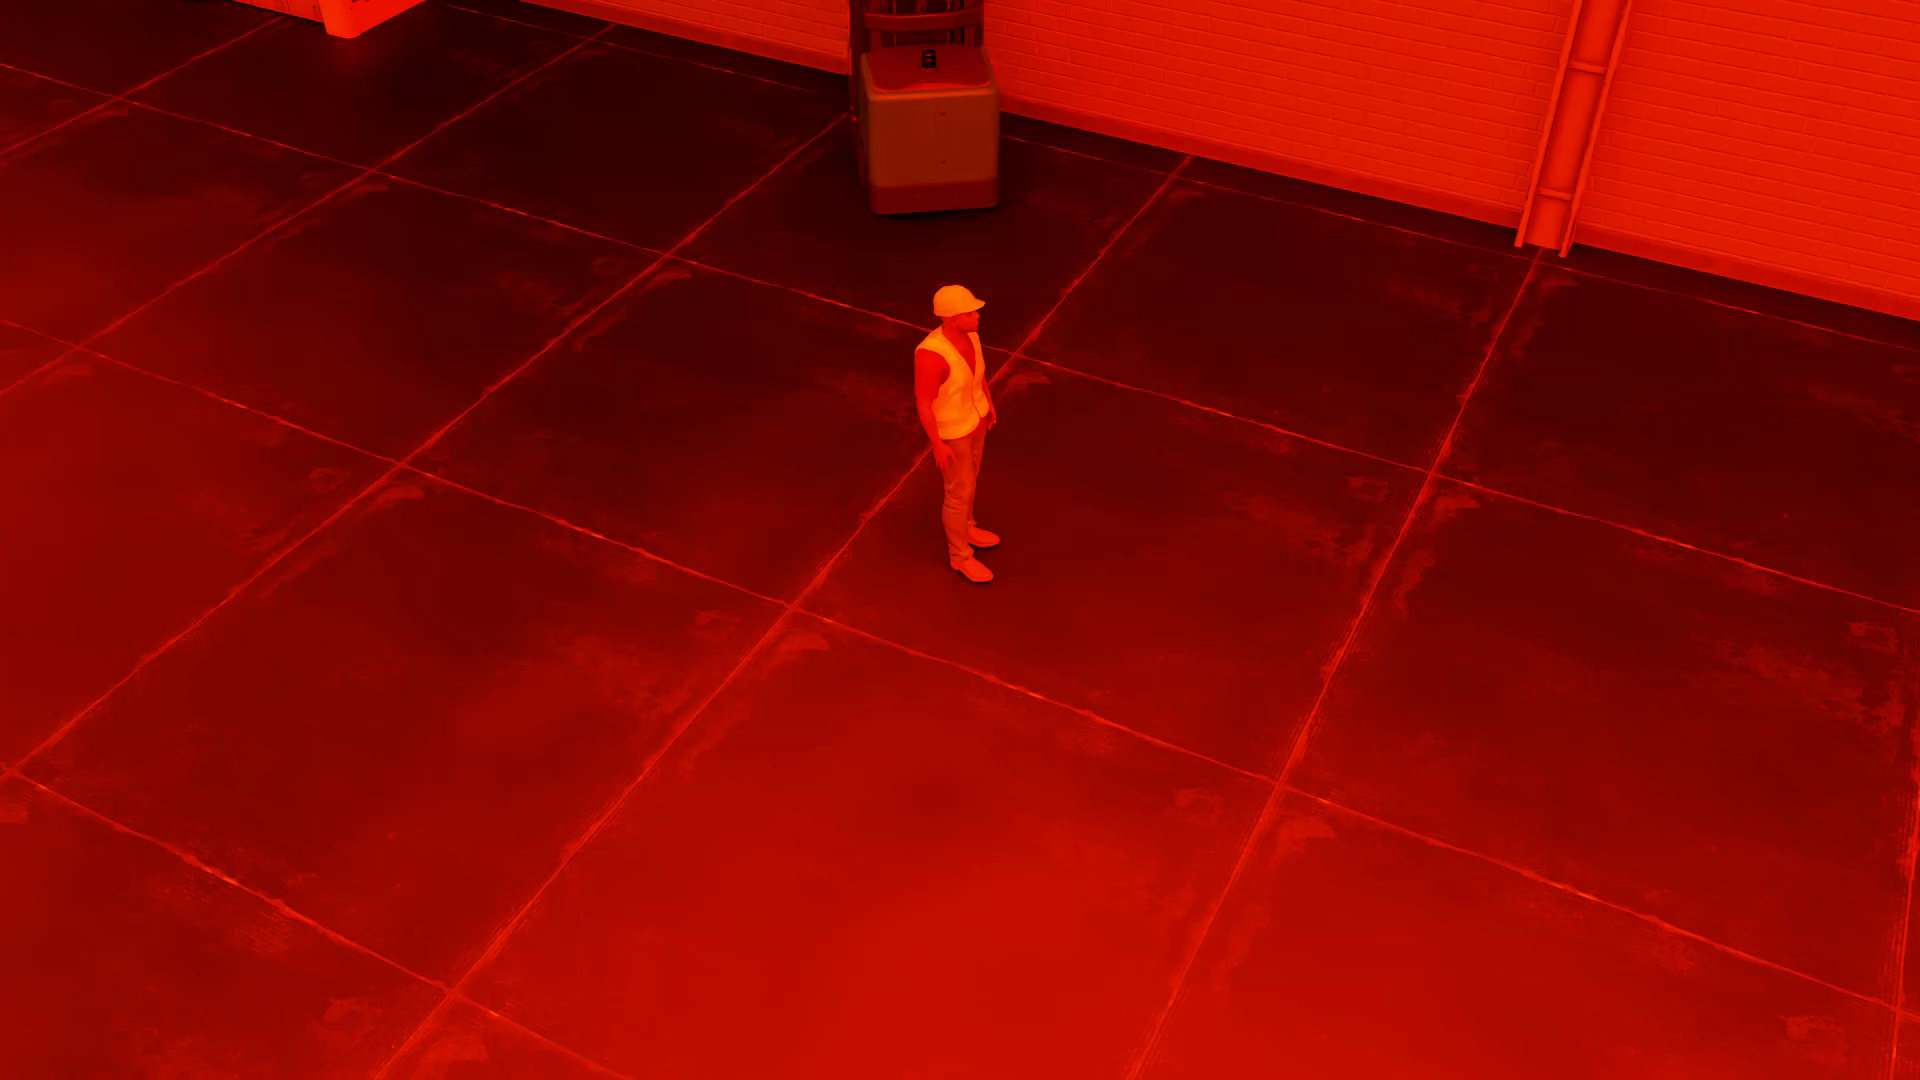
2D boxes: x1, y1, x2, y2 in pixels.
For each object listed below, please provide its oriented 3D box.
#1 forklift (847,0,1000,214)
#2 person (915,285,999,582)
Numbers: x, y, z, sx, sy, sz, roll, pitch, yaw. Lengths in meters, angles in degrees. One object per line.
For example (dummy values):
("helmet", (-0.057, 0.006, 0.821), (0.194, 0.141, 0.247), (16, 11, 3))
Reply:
("forklift", (-0.387, -4.657, 13.516), (1.130, 2.935, 3.031), (-5, 40, -6))
("person", (0.058, -0.657, 9.659), (0.577, 1.765, 0.665), (18, 43, 21))
